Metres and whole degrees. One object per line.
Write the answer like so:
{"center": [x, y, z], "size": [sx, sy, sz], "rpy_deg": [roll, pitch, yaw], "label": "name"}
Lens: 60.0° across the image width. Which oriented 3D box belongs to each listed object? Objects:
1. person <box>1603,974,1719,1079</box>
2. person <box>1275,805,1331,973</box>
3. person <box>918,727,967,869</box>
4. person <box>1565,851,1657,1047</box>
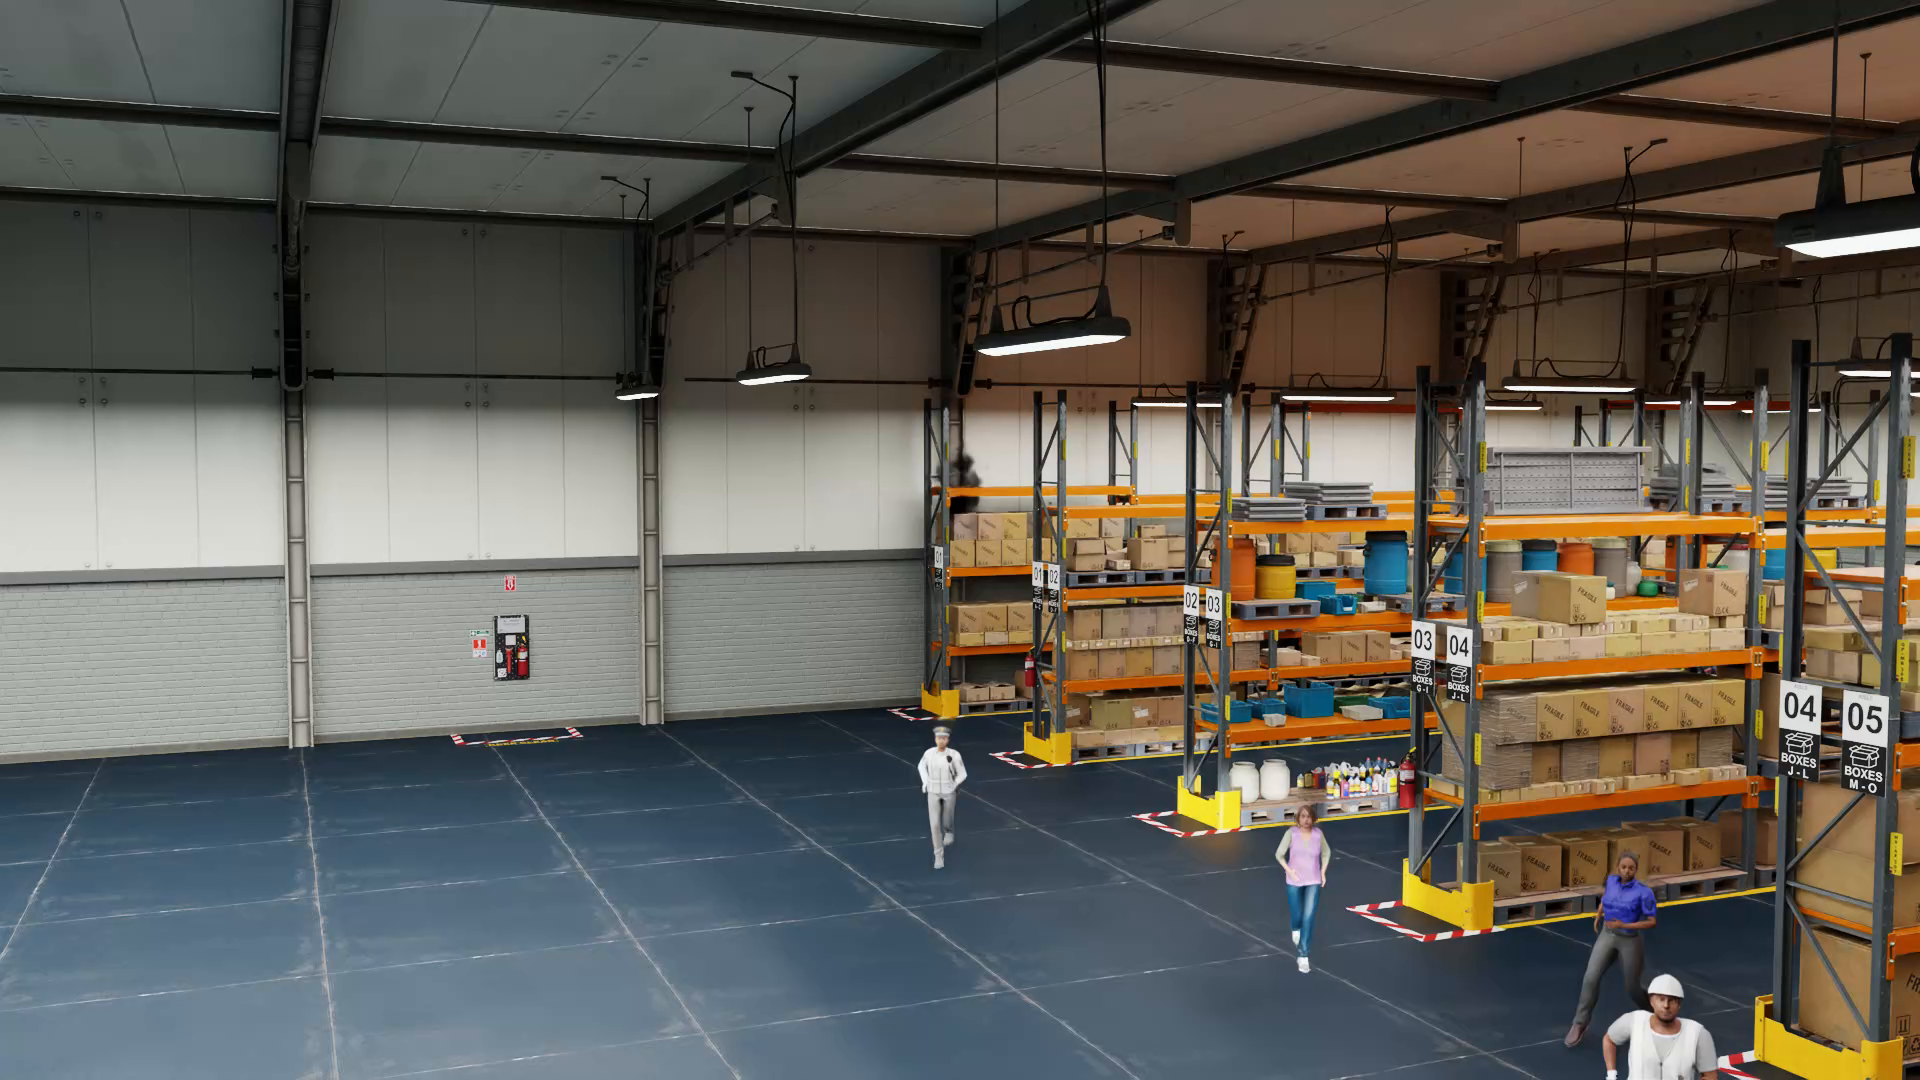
{"center": [4.423, 3.657, 10.510], "size": [0.666, 1.828, 0.748], "rpy_deg": [1, 4, 17], "label": "person"}
{"center": [3.408, 3.408, 16.524], "size": [0.545, 1.591, 0.768], "rpy_deg": [1, 3, 9], "label": "person"}
{"center": [-0.224, 3.129, 20.512], "size": [0.618, 1.696, 0.843], "rpy_deg": [0, 3, 5], "label": "person"}
{"center": [5.707, 3.506, 14.316], "size": [0.941, 1.647, 0.592], "rpy_deg": [-3, 5, -42], "label": "person"}
